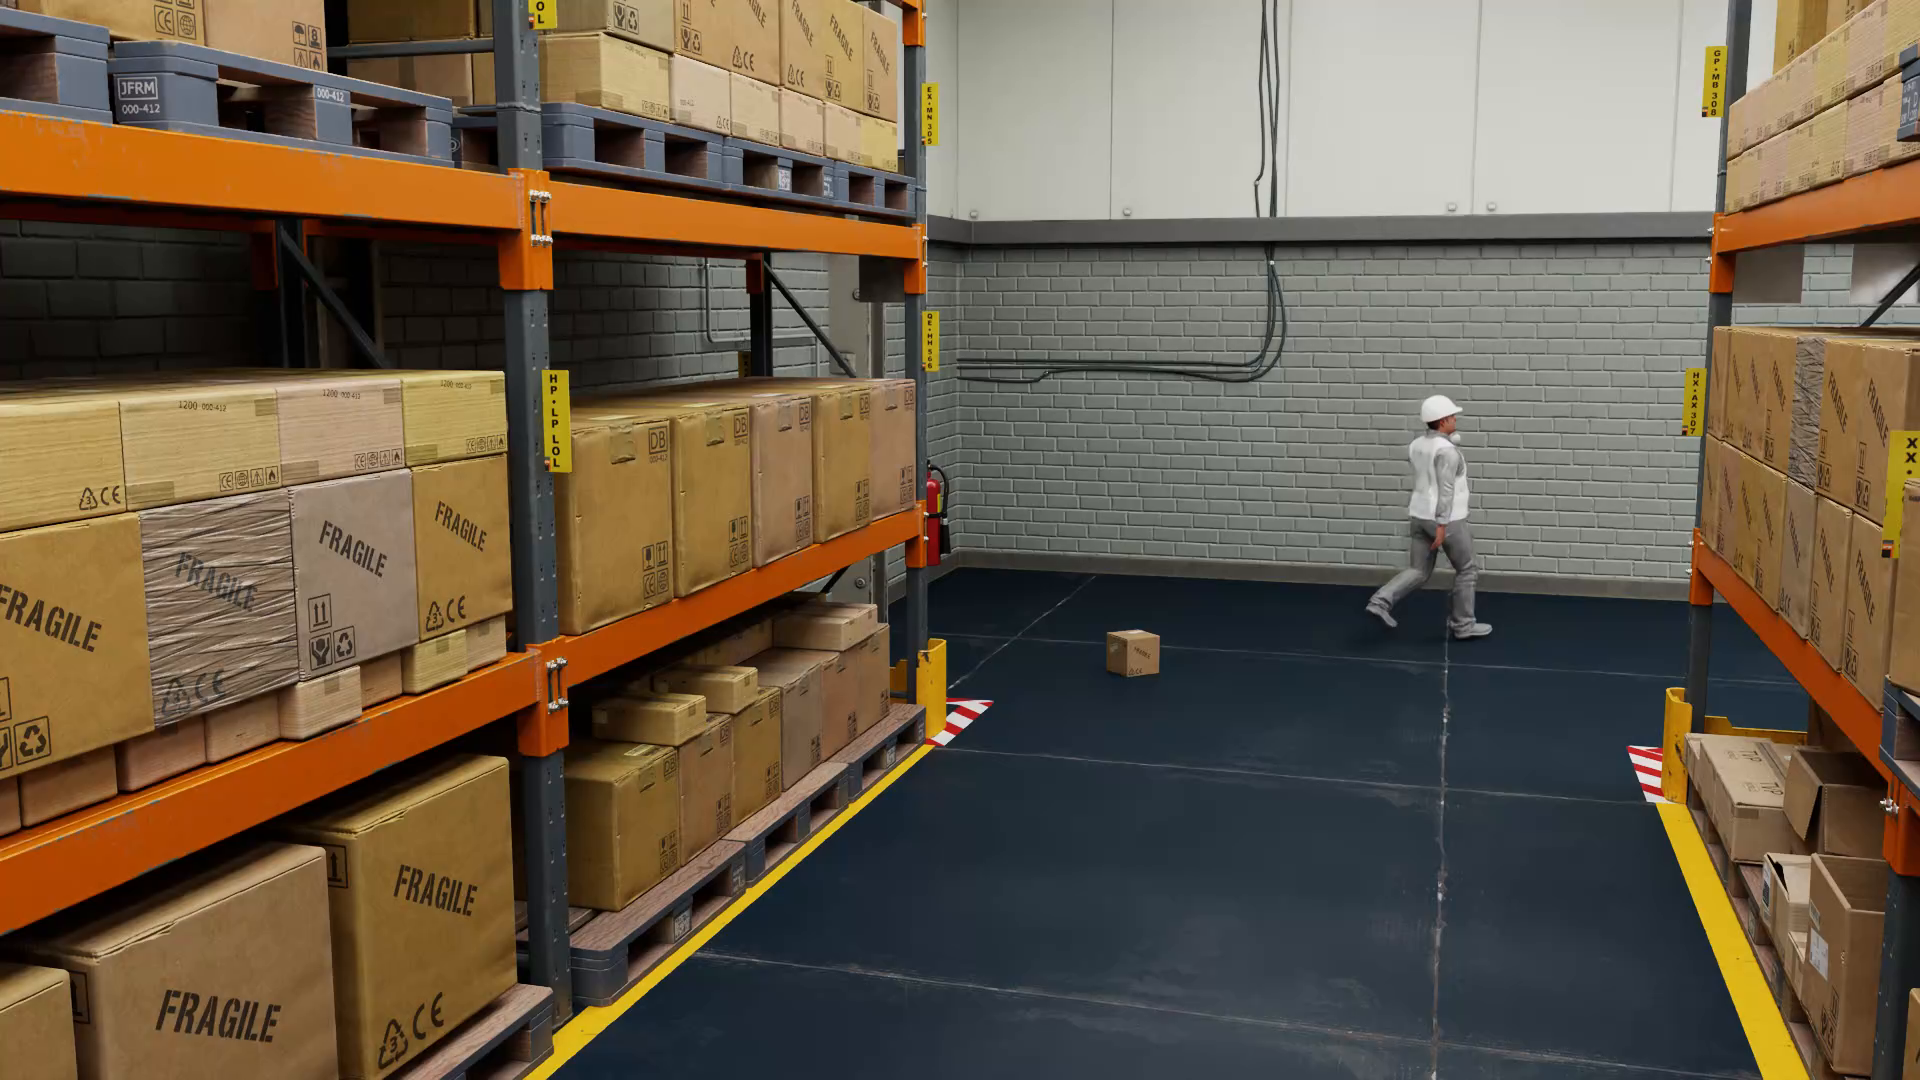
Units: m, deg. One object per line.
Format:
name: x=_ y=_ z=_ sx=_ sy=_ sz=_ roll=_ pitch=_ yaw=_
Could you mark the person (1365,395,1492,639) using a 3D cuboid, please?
person: x=3.368 y=-0.158 z=11.804 sx=0.938 sy=1.738 sz=0.531 roll=-3 pitch=9 yaw=-19
